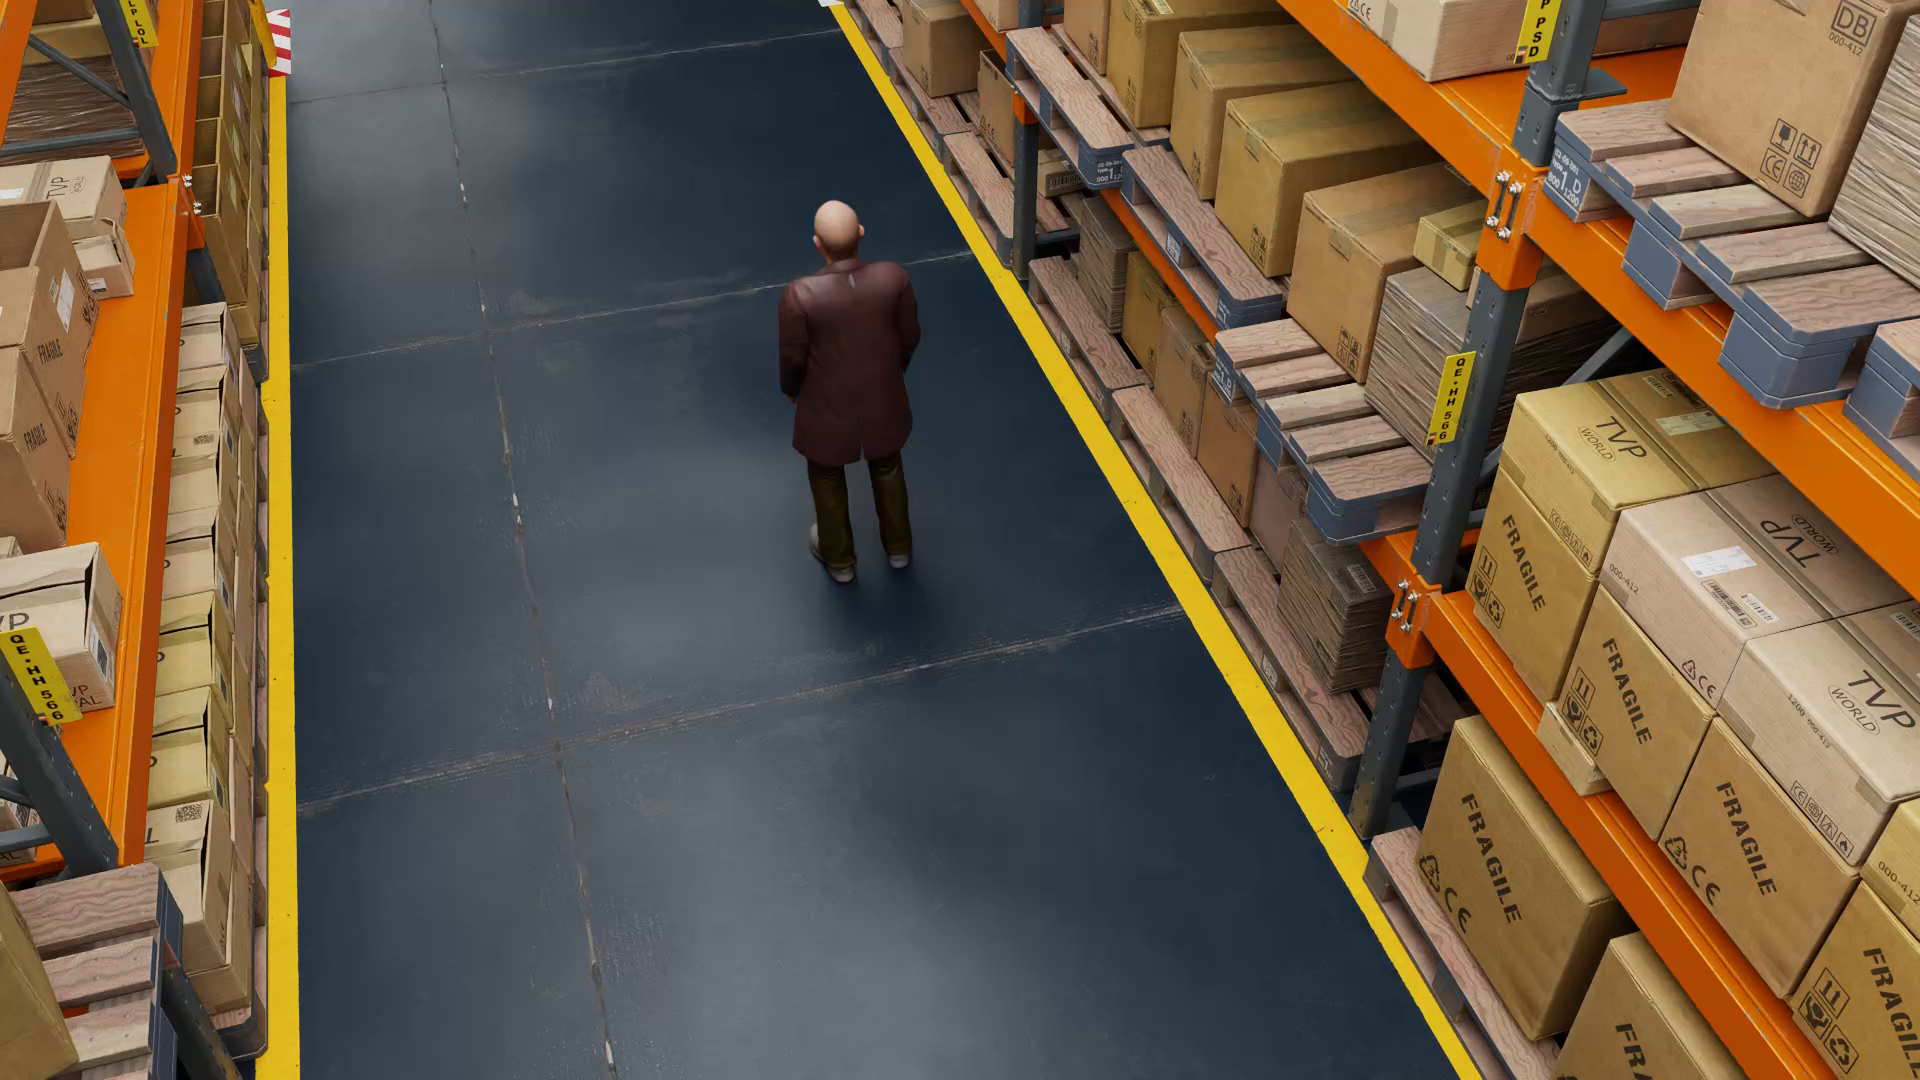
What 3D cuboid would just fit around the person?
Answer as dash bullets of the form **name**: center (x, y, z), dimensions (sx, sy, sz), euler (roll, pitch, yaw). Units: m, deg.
- **person**: center (-0.454, -0.596, 6.837), dimensions (0.586, 1.779, 0.424), euler (-13, 43, -14)
